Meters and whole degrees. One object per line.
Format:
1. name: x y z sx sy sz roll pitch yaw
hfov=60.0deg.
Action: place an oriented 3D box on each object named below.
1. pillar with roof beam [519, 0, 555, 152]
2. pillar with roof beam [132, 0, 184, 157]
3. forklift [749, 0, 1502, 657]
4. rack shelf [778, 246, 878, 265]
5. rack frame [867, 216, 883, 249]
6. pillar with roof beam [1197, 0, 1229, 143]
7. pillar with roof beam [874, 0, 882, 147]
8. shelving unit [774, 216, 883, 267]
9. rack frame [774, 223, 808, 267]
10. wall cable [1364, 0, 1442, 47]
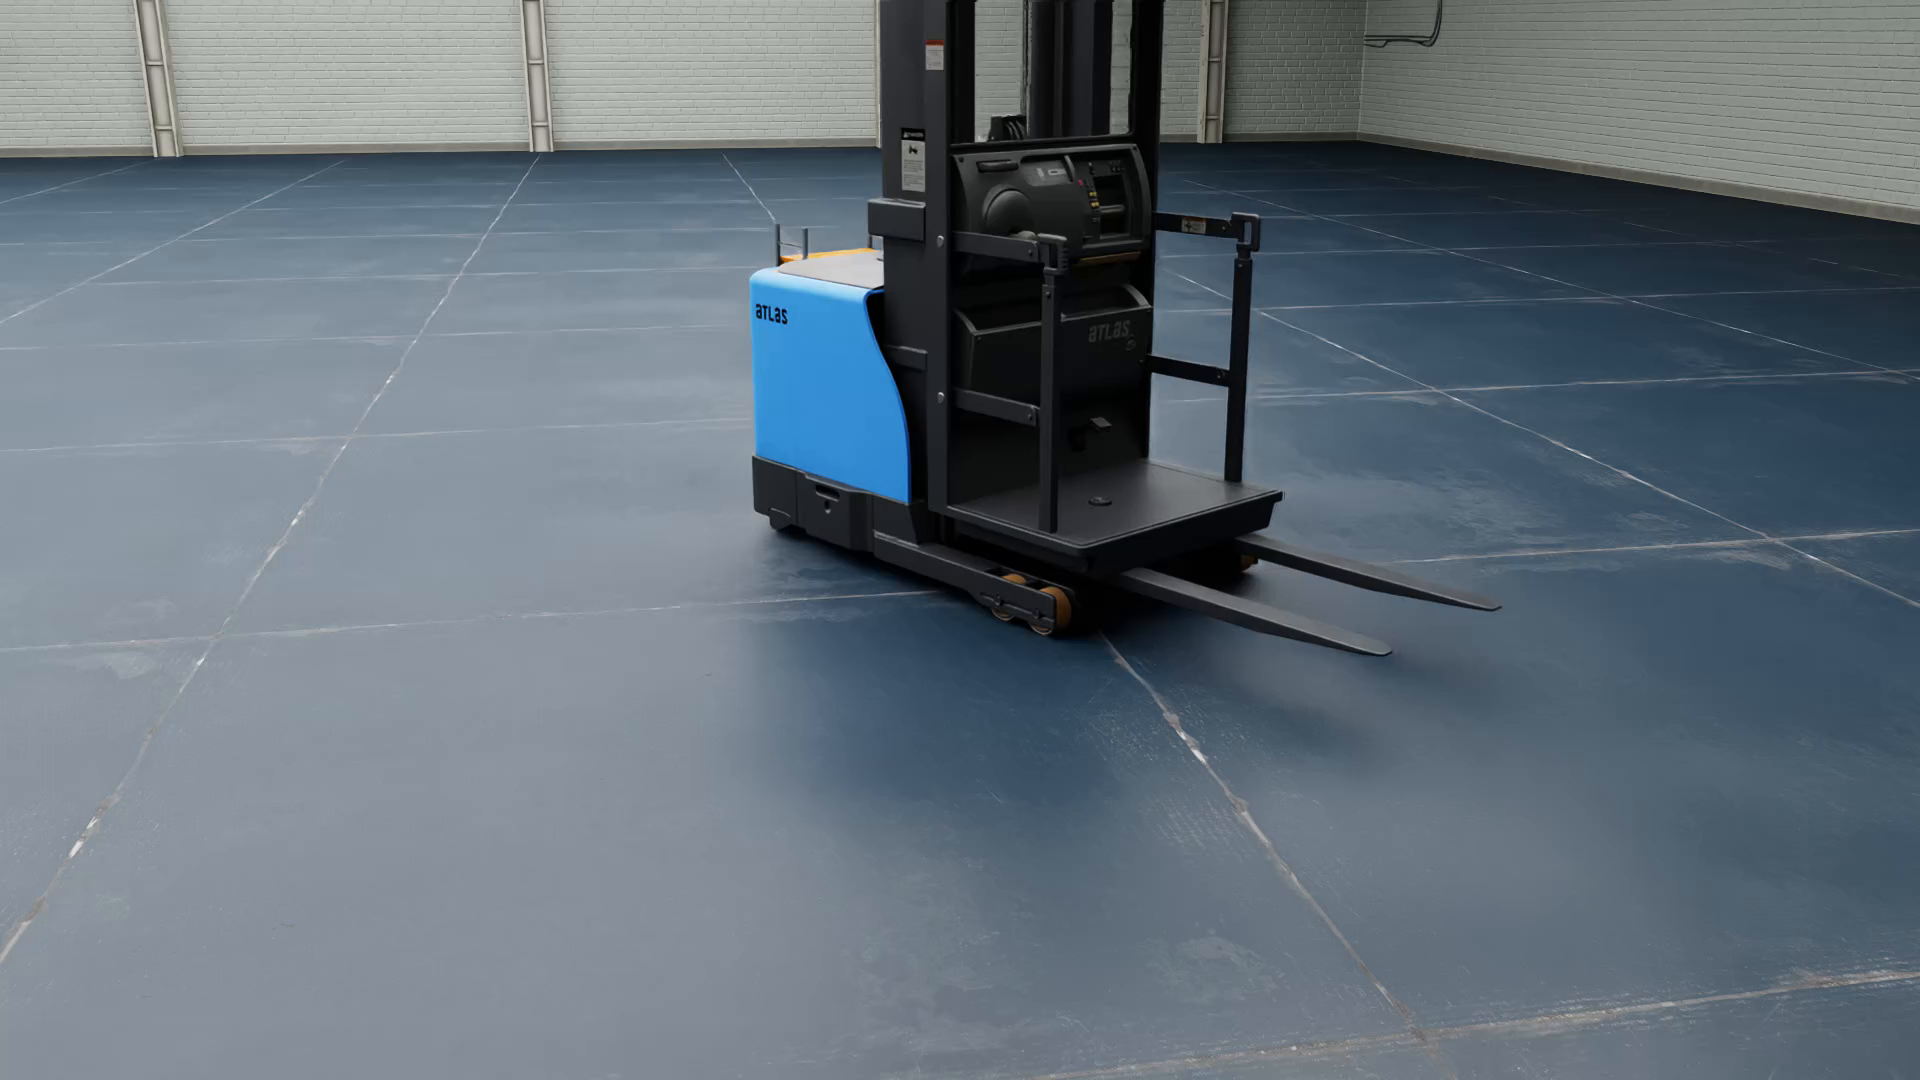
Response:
1. pillar with roof beam: -6.357 -9.740 23.196 0.400 9.000 9.100 -3 17 -10
2. pillar with roof beam: -12.248 -9.406 22.108 0.400 9.000 9.100 -3 17 -10
3. forklift: 0.490 -1.241 5.860 1.130 2.935 3.031 -15 22 -40
4. rack shelf: -0.529 -1.182 7.275 0.480 0.148 0.258 -13 22 -36
5. rack frame: -0.338 -0.851 7.536 0.015 1.200 0.240 -13 22 -36
6. pillar with roof beam: 5.425 -10.408 25.373 0.400 9.000 9.100 -3 17 -10
7. pillar with roof beam: -0.466 -10.074 24.285 0.400 9.000 9.100 -3 17 -10
8. shelving unit: -0.530 -0.807 7.392 0.503 1.200 0.258 -13 22 -36
9. rack frame: -0.722 -0.762 7.248 0.015 1.200 0.240 -13 22 -36
10. wall cable: 7.752 -9.948 29.162 0.112 2.526 3.097 -3 17 -10
